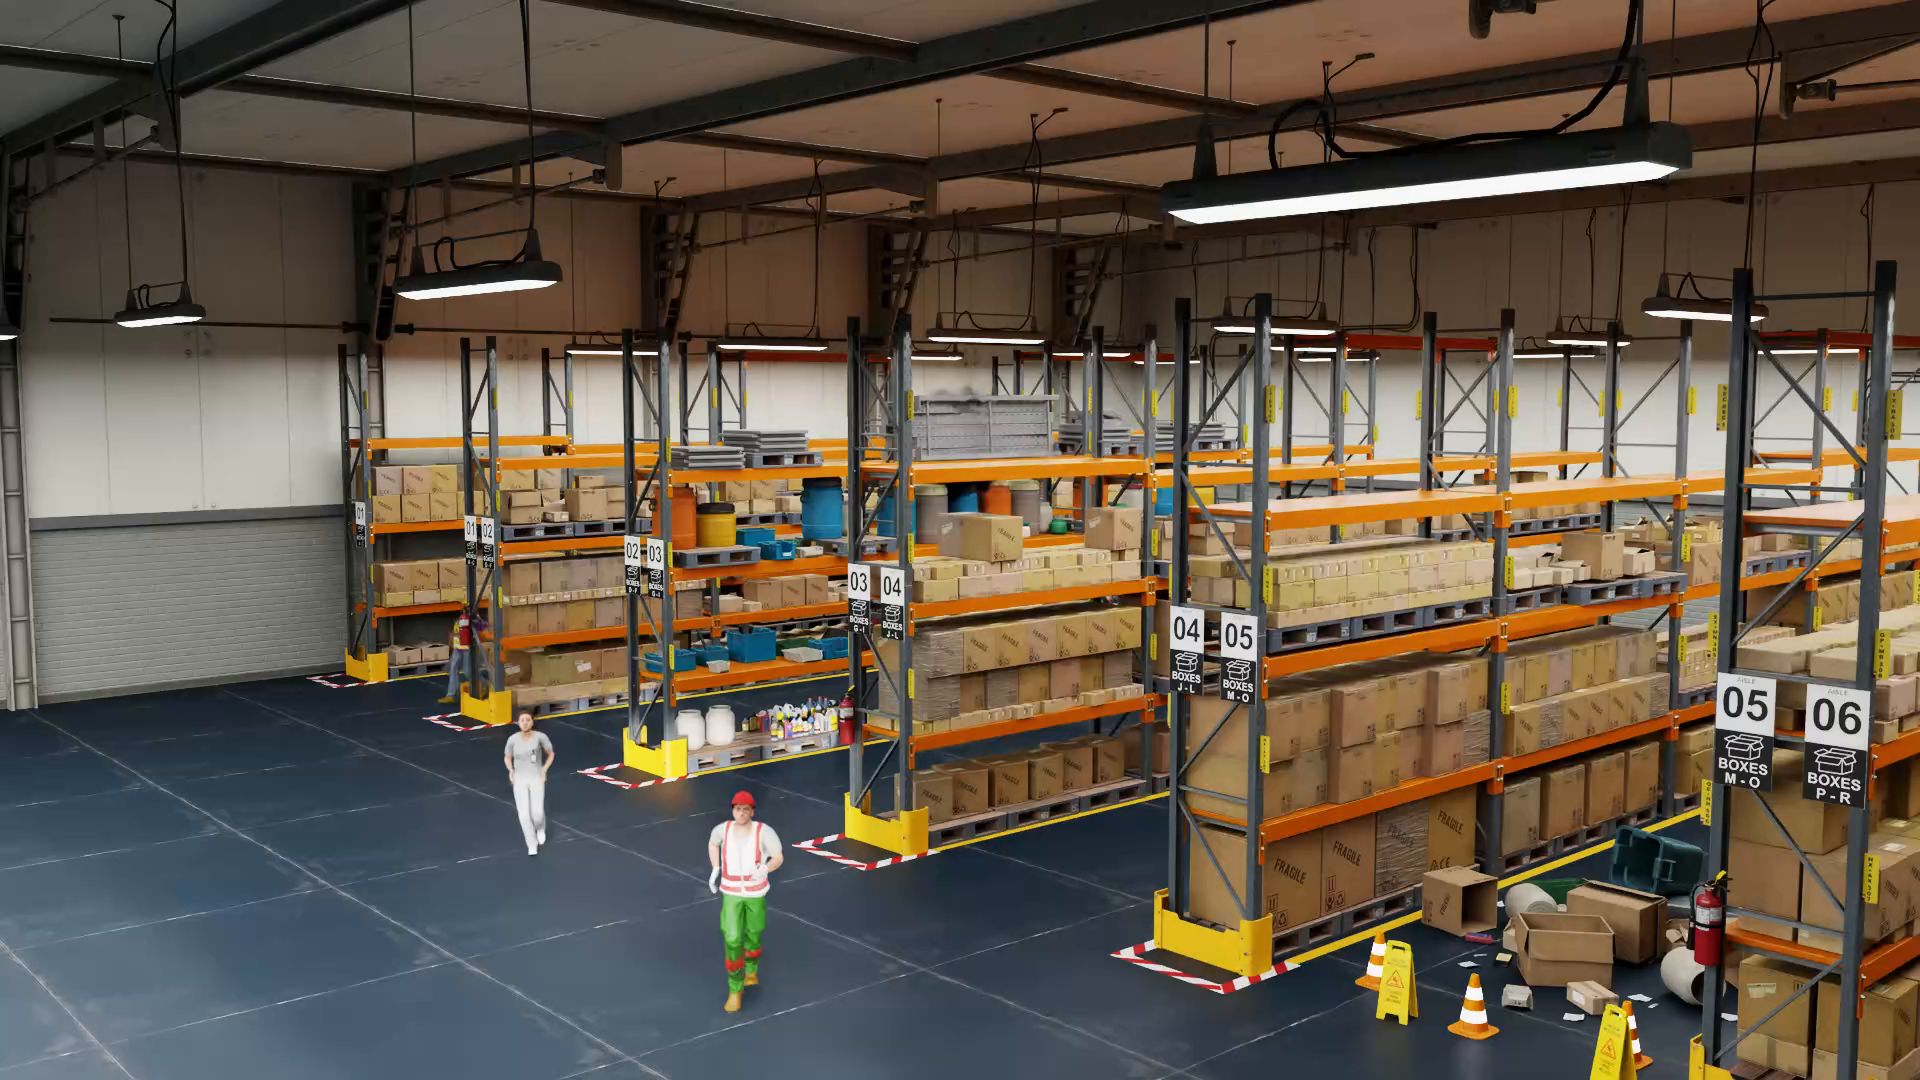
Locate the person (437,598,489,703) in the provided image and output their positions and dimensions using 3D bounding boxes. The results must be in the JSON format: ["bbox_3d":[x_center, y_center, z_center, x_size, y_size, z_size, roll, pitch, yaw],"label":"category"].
[{"bbox_3d":[-8.207,1.813,27.456,0.728,1.741,0.931,4,7,40],"label":"person"}]

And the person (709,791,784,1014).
[{"bbox_3d":[-1.811,3.025,14.079,0.639,1.845,0.783,0,5,-6],"label":"person"}]

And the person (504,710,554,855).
[{"bbox_3d":[-4.804,2.693,18.524,0.541,1.624,0.553,-1,5,-7],"label":"person"}]
